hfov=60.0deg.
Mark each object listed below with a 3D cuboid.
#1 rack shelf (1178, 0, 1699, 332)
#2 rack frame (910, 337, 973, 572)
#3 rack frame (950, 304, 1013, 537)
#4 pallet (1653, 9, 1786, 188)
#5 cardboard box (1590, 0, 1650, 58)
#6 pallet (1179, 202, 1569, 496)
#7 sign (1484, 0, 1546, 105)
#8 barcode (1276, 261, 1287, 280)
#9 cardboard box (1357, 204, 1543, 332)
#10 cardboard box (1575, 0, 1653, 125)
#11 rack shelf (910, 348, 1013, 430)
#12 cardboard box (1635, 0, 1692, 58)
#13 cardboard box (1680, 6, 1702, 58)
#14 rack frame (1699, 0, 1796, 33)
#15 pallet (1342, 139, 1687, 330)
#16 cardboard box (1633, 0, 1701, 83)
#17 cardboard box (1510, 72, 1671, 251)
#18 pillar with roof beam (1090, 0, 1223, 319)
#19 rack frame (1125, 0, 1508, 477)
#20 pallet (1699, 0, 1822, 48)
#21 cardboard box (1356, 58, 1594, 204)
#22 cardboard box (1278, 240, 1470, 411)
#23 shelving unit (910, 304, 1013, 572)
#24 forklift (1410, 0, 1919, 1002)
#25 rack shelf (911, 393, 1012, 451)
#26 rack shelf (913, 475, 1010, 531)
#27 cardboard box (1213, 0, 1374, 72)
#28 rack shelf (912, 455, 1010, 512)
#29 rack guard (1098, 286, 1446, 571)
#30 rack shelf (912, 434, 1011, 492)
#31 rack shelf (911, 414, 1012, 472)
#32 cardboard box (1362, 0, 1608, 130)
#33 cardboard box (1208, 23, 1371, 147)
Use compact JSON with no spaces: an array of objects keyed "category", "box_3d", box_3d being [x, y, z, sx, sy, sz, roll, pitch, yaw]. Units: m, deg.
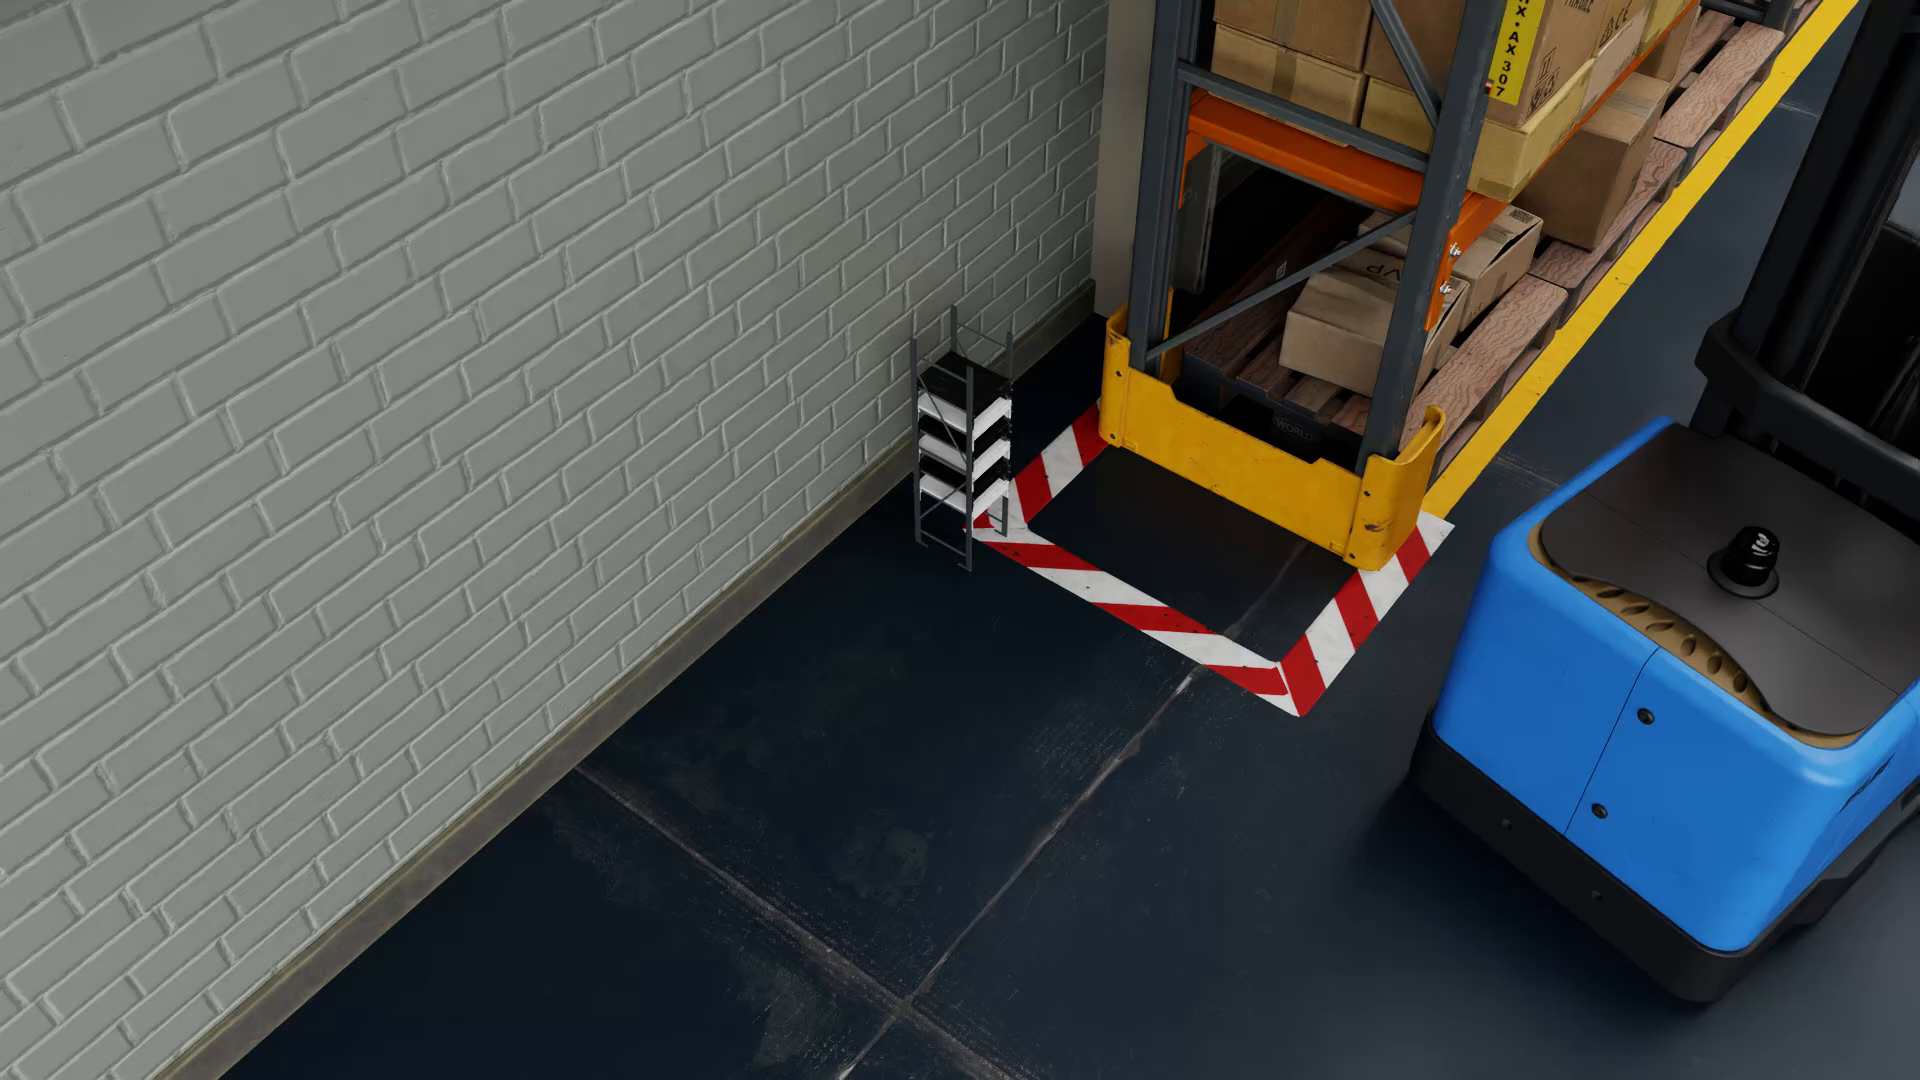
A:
[{"category":"rack shelf","box_3d":[2.226,-2.121,6.199,1.077,0.370,4.000,29,53,25]},{"category":"rack frame","box_3d":[-0.057,-0.257,5.373,0.240,0.900,0.006,29,53,25]},{"category":"rack frame","box_3d":[0.067,-0.374,5.484,0.240,0.900,0.006,29,53,25]},{"category":"pallet","box_3d":[3.066,-2.151,7.658,1.003,0.211,1.213,29,53,25]},{"category":"cardboard box","box_3d":[1.843,-1.858,5.021,0.500,0.500,0.500,29,53,25]},{"category":"pallet","box_3d":[1.575,-0.754,6.325,1.003,0.211,1.213,29,53,25]},{"category":"sign","box_3d":[1.433,-1.284,4.304,0.100,0.325,0.005,29,53,25]},{"category":"barcode","box_3d":[1.192,-0.994,6.174,0.001,0.075,0.075,29,53,25]},{"category":"cardboard box","box_3d":[1.846,-1.130,6.311,0.500,0.311,0.500,34,55,28]},{"category":"cardboard box","box_3d":[1.859,-1.622,5.315,0.500,0.250,0.500,28,52,24]},{"category":"rack shelf","box_3d":[0.005,-0.479,5.258,0.258,0.077,0.200,29,53,25]},{"category":"cardboard box","box_3d":[2.175,-1.911,5.591,0.500,0.250,0.500,28,53,24]},{"category":"cardboard box","box_3d":[3.146,-2.368,7.592,0.380,0.166,0.250,23,50,20]},{"category":"rack frame","box_3d":[3.449,-3.514,7.032,1.000,3.000,0.127,29,53,25]},{"category":"pallet","box_3d":[2.321,-1.449,6.989,1.003,0.211,1.213,29,53,25]},{"category":"cardboard box","box_3d":[2.846,-2.191,7.193,0.500,0.500,0.500,25,51,22]},{"category":"cardboard box","box_3d":[2.334,-1.593,6.622,0.700,0.500,0.500,26,52,23]},{"category":"pillar with roof beam","box_3d":[4.154,-2.177,1.606,9.100,9.000,0.400,29,53,25]},{"category":"rack frame","box_3d":[1.003,-1.225,4.846,1.000,3.000,0.127,29,53,25]},{"category":"pallet","box_3d":[3.924,-2.997,8.467,1.003,0.211,1.213,29,53,25]},{"category":"cardboard box","box_3d":[1.553,-1.319,5.025,0.500,0.250,0.500,28,52,24]},{"category":"cardboard box","box_3d":[1.498,-0.804,5.999,0.500,0.311,0.500,24,51,21]},{"category":"shelving unit","box_3d":[0.005,-0.315,5.429,0.258,0.900,0.210,29,53,25]},{"category":"forklift","box_3d":[2.809,-0.679,4.372,3.031,2.935,1.130,-31,54,-26]},{"category":"rack shelf","box_3d":[0.005,-0.417,5.323,0.258,0.077,0.200,29,53,25]},{"category":"rack shelf","box_3d":[0.005,-0.168,5.583,0.258,0.077,0.200,29,53,25]},{"category":"cardboard box","box_3d":[1.123,-1.803,4.969,0.500,0.500,0.500,29,53,25]},{"category":"rack shelf","box_3d":[0.005,-0.230,5.518,0.258,0.077,0.200,29,53,25]},{"category":"rack guard","box_3d":[1.050,-0.405,5.791,1.175,0.500,0.348,29,53,25]},{"category":"rack shelf","box_3d":[0.005,-0.292,5.453,0.258,0.077,0.200,29,53,25]},{"category":"rack shelf","box_3d":[0.005,-0.355,5.388,0.258,0.077,0.200,29,53,25]},{"category":"cardboard box","box_3d":[1.533,-1.579,4.755,0.500,0.500,0.500,29,53,25]},{"category":"cardboard box","box_3d":[1.136,-1.533,5.230,0.500,0.250,0.500,30,53,25]}]
